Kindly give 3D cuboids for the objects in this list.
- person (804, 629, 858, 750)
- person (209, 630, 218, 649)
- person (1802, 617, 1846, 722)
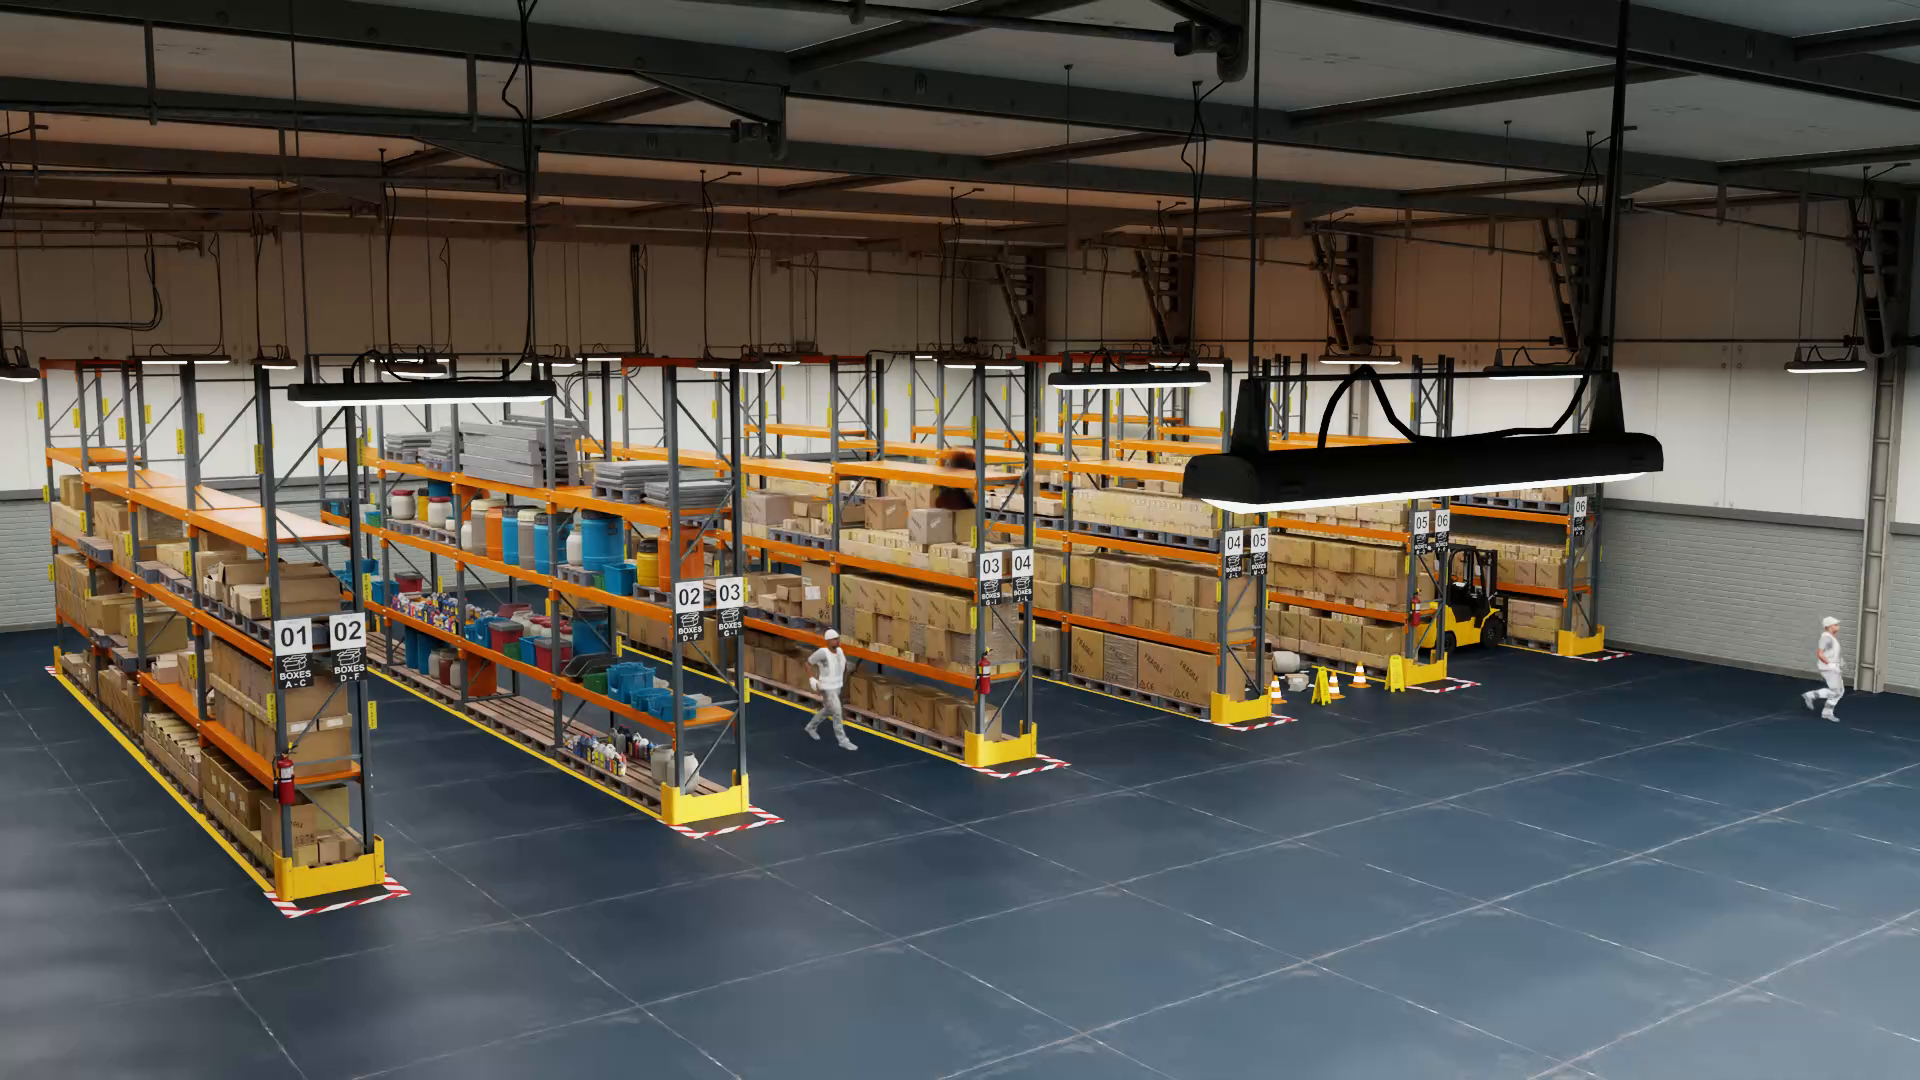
[{"bbox_3d":[-1.956,2.180,25.003,0.992,1.700,0.679,4,8,29],"label":"person"},{"bbox_3d":[-14.524,1.635,32.137,0.892,1.744,0.668,7,10,44],"label":"person"},{"bbox_3d":[14.468,2.147,27.821,0.611,1.752,0.670,4,8,33],"label":"person"}]
